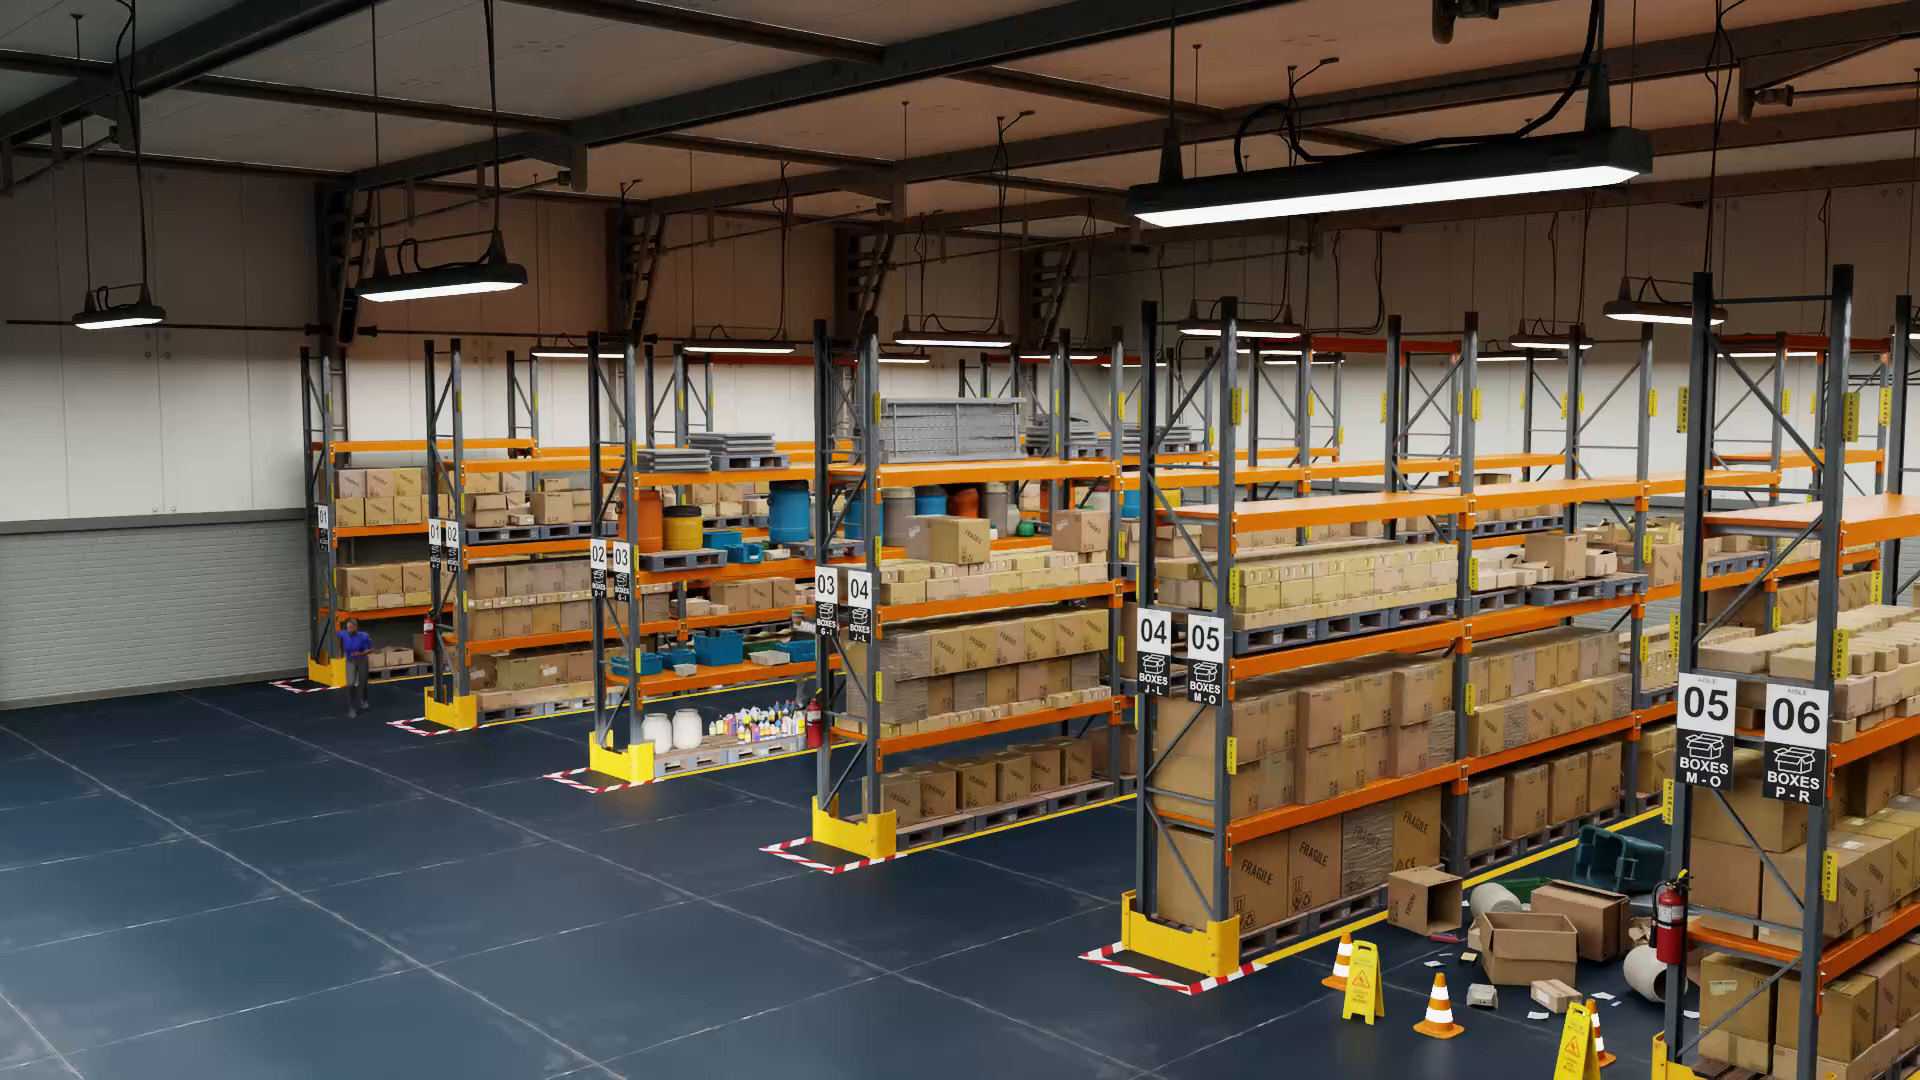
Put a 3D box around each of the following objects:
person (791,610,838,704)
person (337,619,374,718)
[{"bbox_3d":[-2.461,1.940,27.941,0.950,1.633,0.662,-5,7,-42],"label":"person"},{"bbox_3d":[-9.717,2.050,26.748,0.585,1.646,0.924,-1,5,-8],"label":"person"}]
